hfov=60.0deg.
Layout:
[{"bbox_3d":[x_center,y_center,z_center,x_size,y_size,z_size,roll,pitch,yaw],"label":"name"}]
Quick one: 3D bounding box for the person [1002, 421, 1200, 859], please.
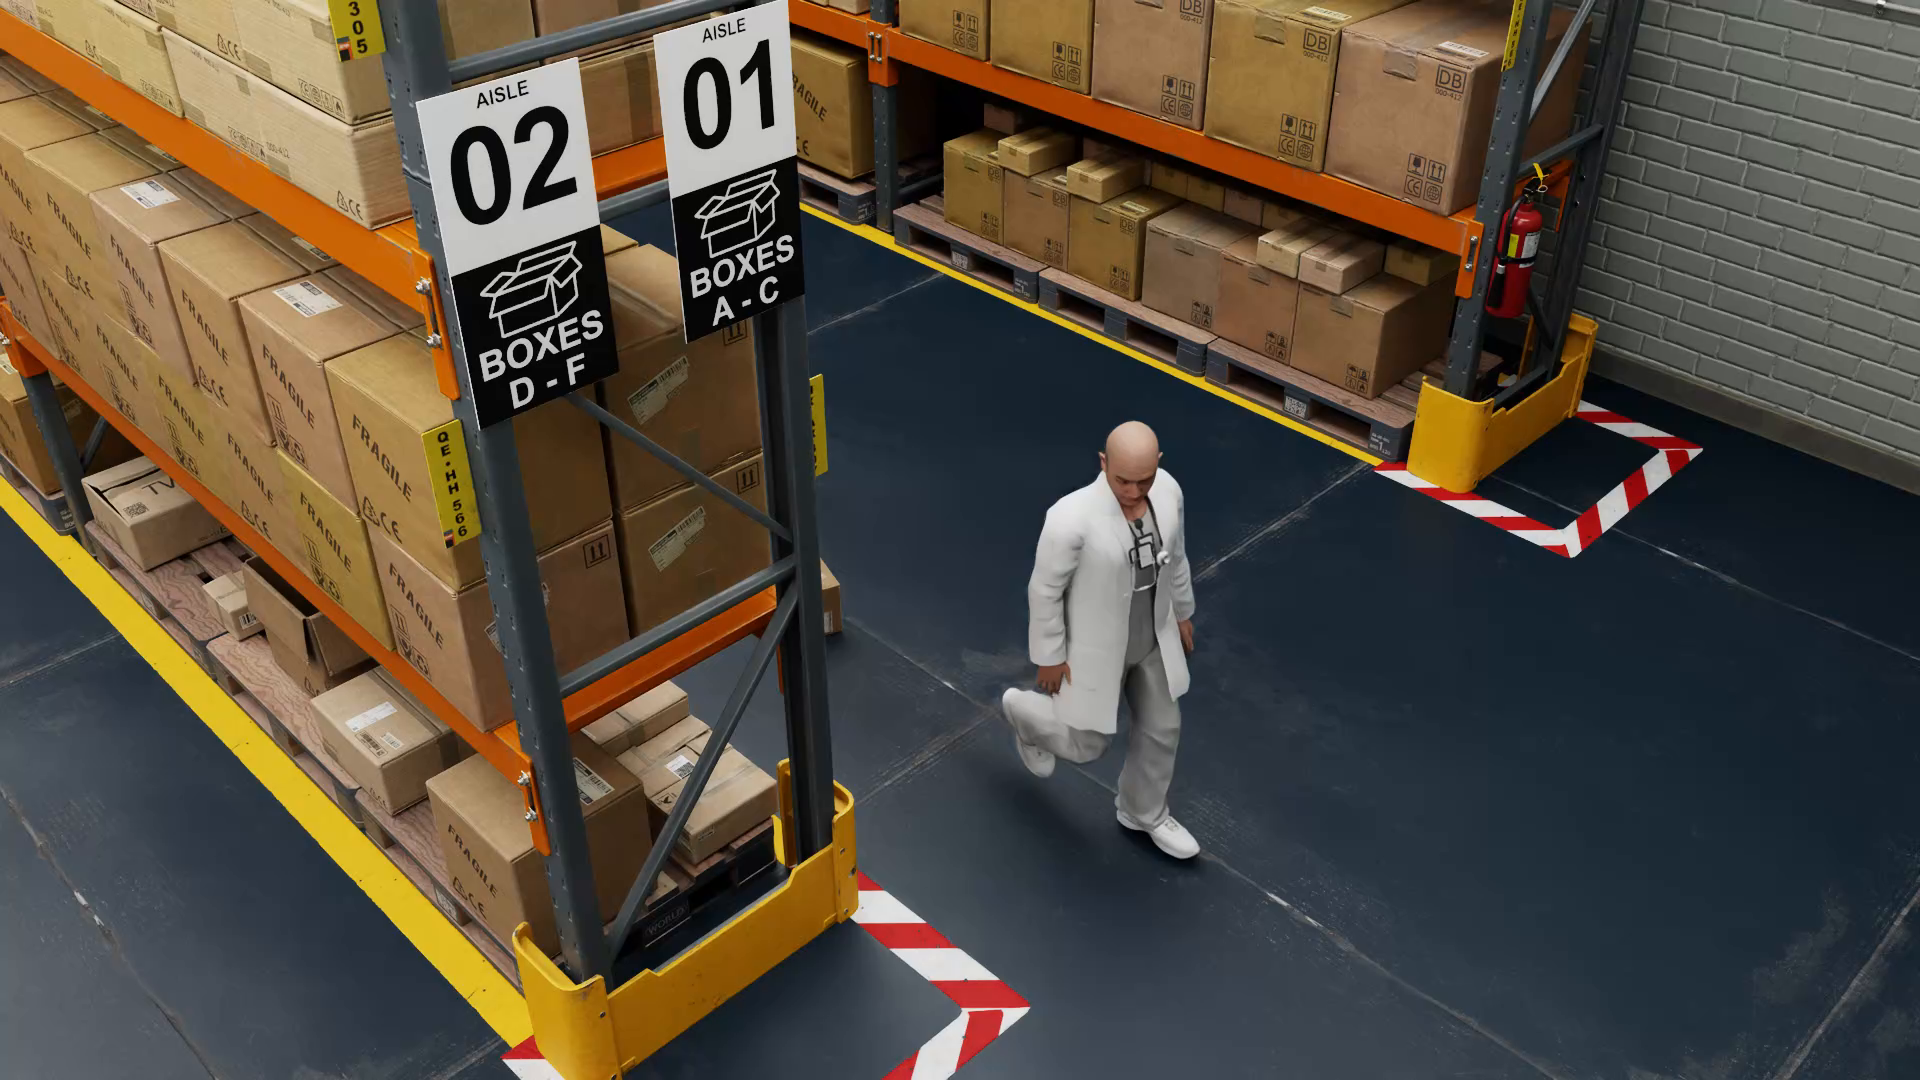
[{"bbox_3d":[0.498,0.302,5.716,0.669,1.750,0.831,-21,40,-27],"label":"person"}]
